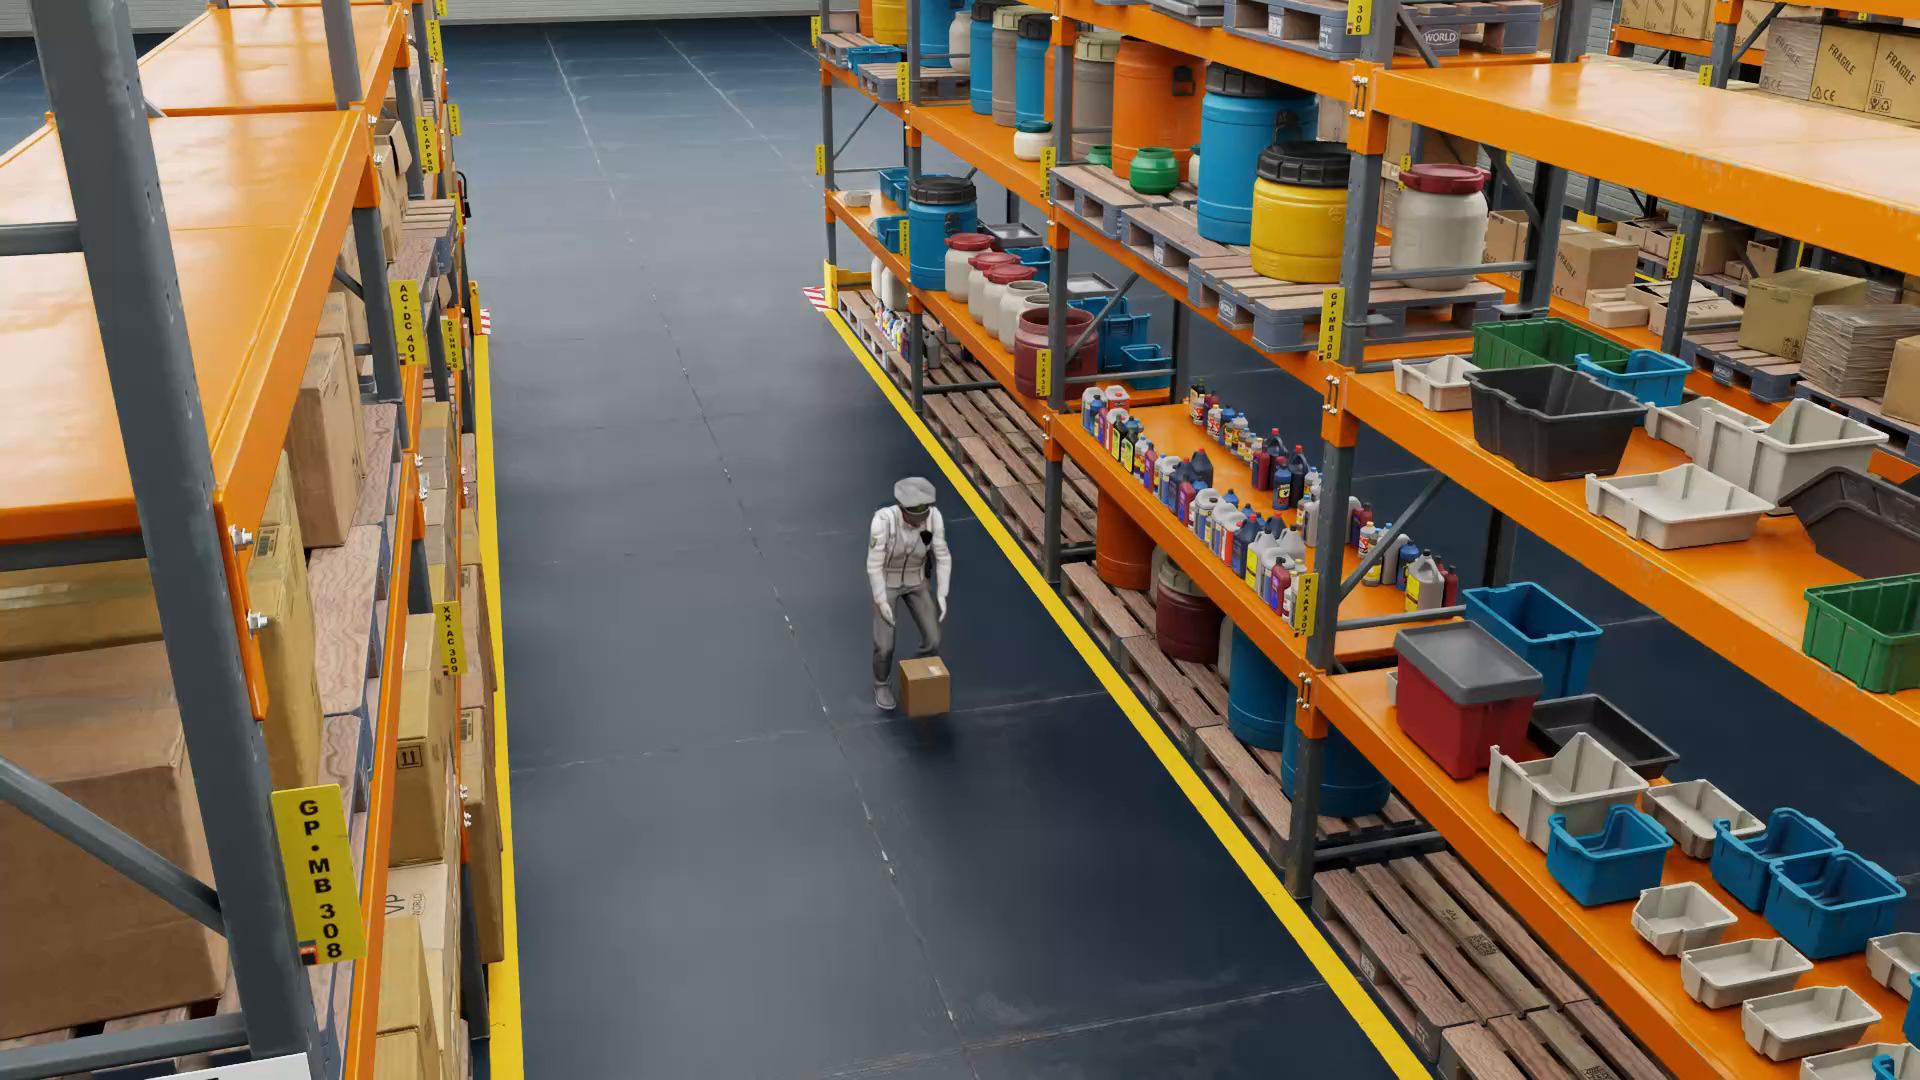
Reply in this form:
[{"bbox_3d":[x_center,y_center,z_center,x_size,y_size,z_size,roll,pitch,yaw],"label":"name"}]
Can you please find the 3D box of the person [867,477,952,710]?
[{"bbox_3d":[-0.310,0.309,10.113,0.526,1.522,0.591,-6,24,-14],"label":"person"}]
